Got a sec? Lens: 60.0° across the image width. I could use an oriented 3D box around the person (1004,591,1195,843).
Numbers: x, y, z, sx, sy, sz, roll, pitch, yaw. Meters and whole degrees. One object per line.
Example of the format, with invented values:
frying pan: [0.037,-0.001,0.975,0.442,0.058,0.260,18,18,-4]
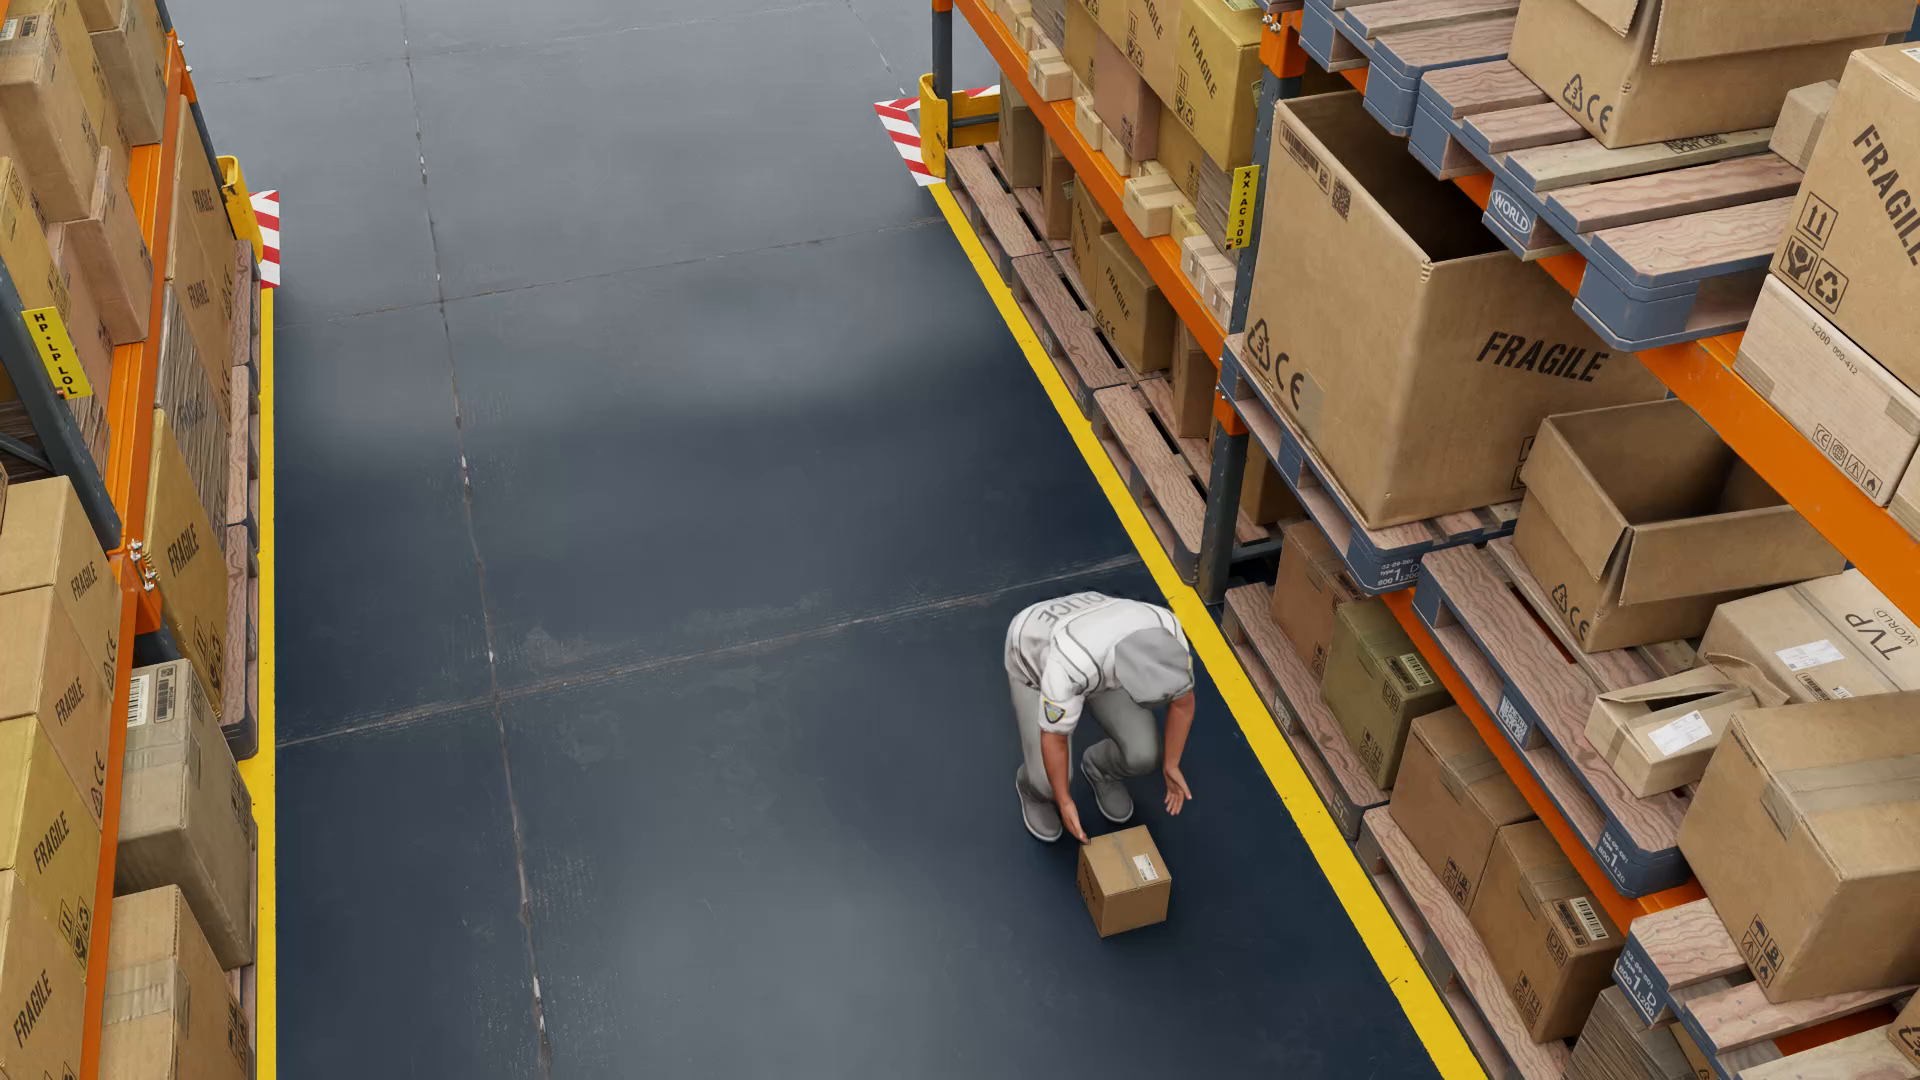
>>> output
person: [0.499,0.596,5.884,0.580,1.234,0.890,-12,43,-13]
